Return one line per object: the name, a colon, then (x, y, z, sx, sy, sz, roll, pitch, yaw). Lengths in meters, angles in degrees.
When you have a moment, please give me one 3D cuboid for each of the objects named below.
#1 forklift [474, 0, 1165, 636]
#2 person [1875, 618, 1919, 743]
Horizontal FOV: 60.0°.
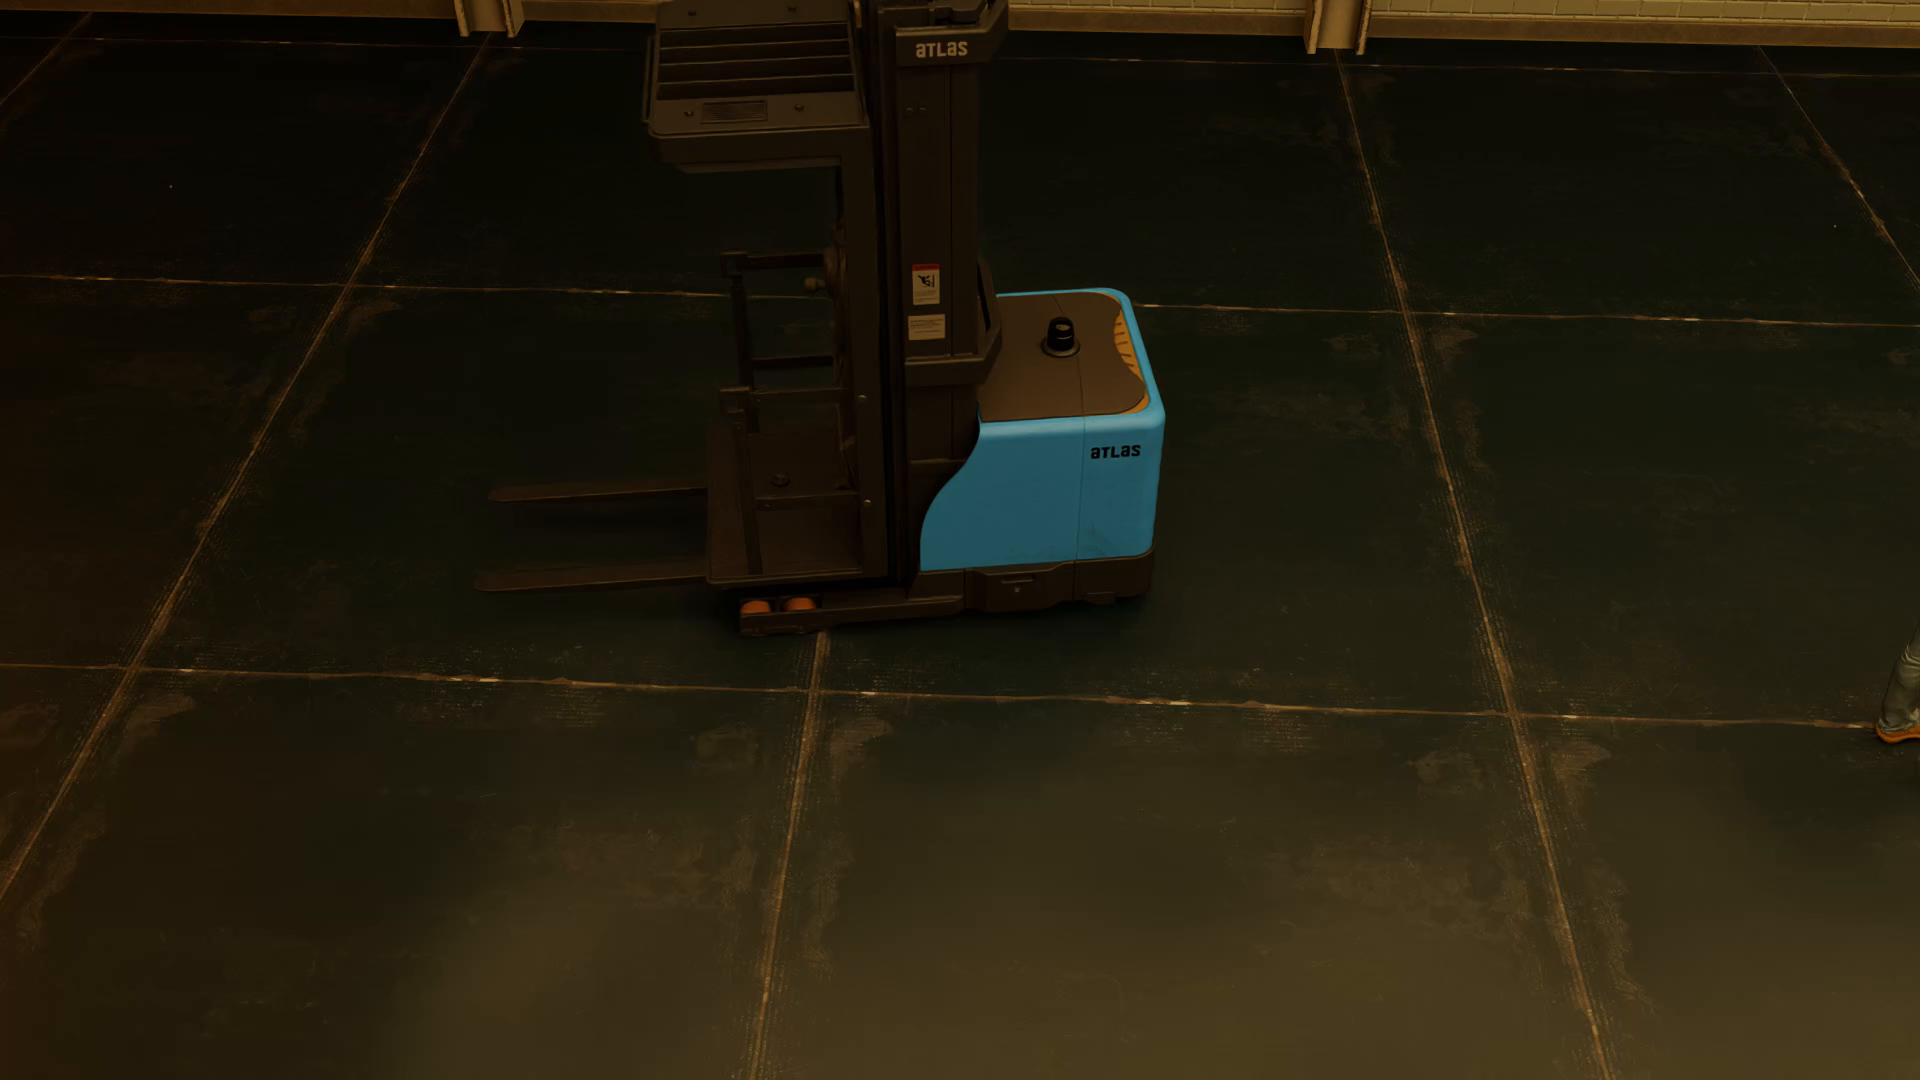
forklift: (-0.677, -1.027, 6.867, 3.031, 2.935, 1.130, -4, 43, -4)
person: (3.984, 0.178, 6.400, 0.577, 1.765, 0.665, -2, 42, -2)
